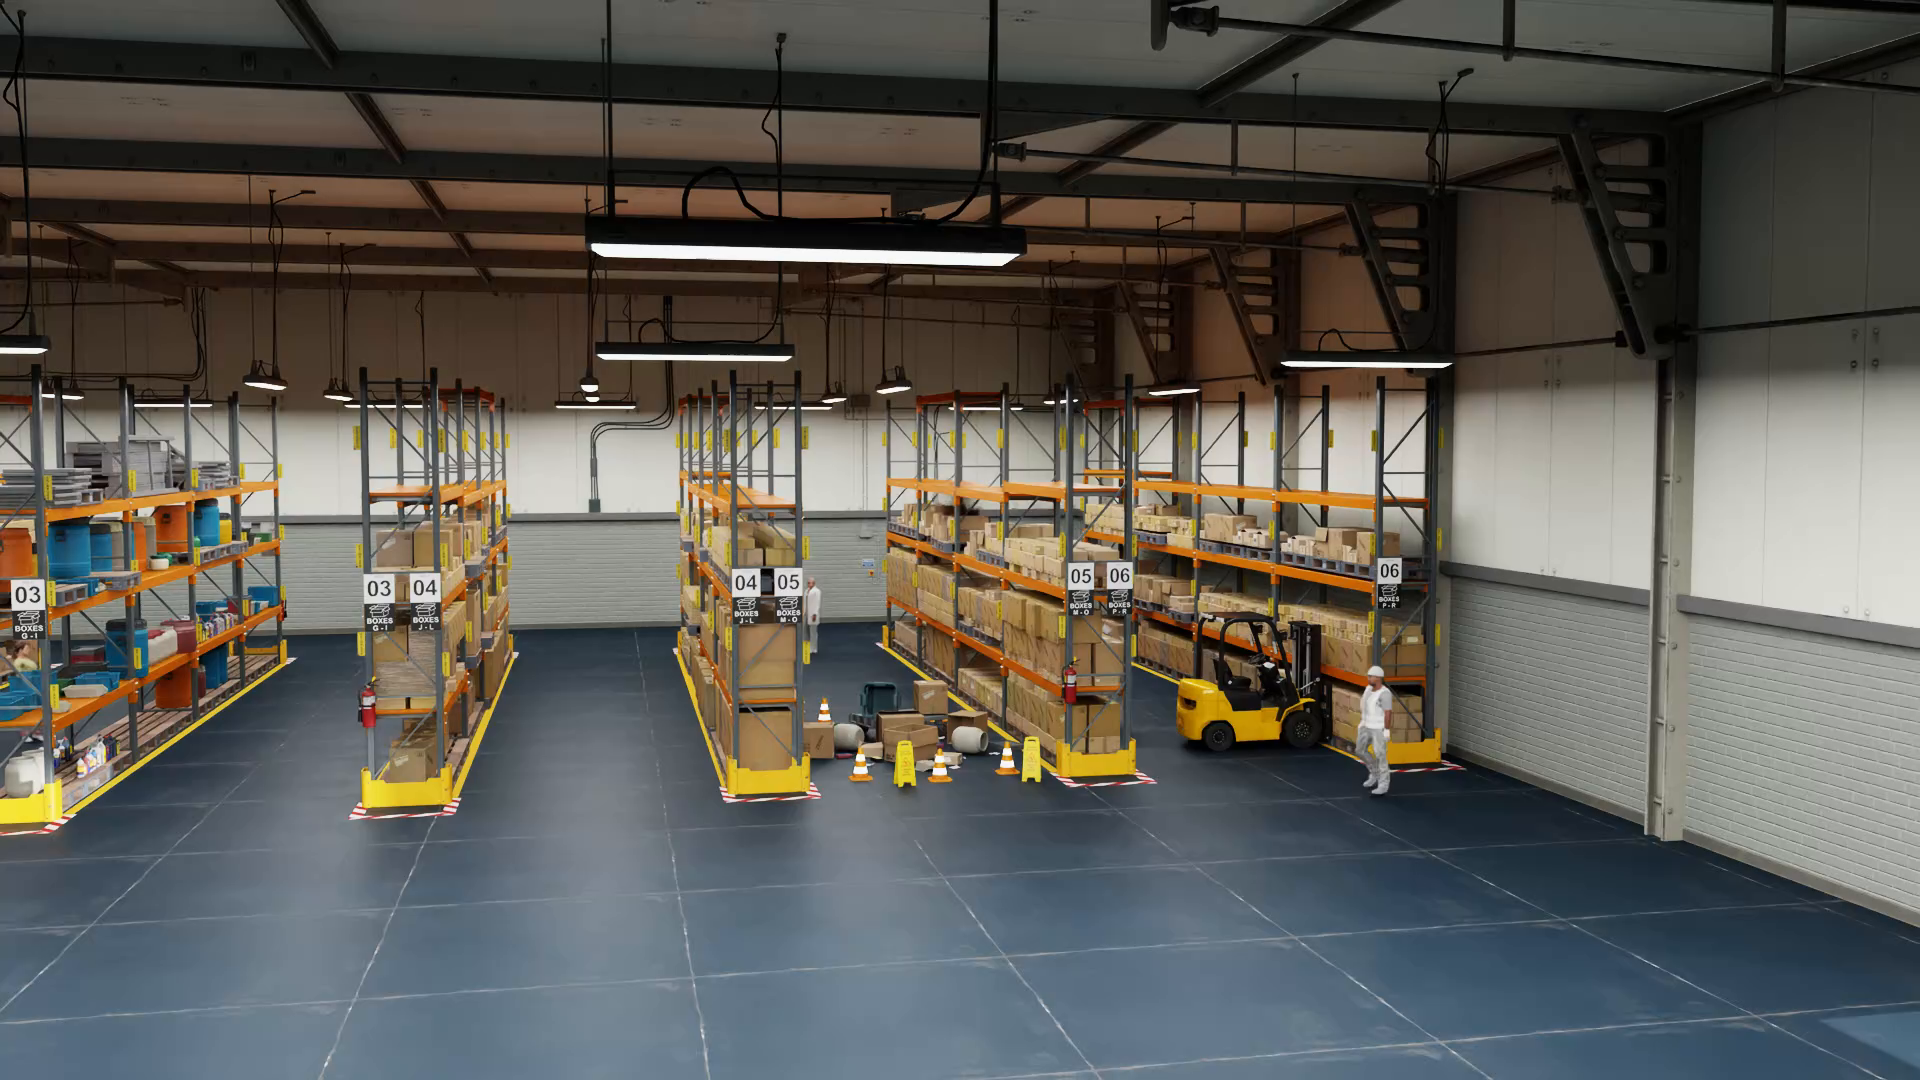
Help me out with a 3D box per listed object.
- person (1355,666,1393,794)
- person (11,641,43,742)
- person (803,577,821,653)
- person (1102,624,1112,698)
[{"bbox_3d":[5.923,2.682,23.680,0.456,1.791,0.596,-1,4,-22],"label":"person"},{"bbox_3d":[-15.517,2.530,27.722,0.491,1.703,0.521,1,4,19],"label":"person"},{"bbox_3d":[-3.569,1.796,39.312,0.439,1.825,0.626,-3,5,-43],"label":"person"},{"bbox_3d":[2.557,2.367,30.068,0.470,1.715,0.732,-1,4,-14],"label":"person"}]
